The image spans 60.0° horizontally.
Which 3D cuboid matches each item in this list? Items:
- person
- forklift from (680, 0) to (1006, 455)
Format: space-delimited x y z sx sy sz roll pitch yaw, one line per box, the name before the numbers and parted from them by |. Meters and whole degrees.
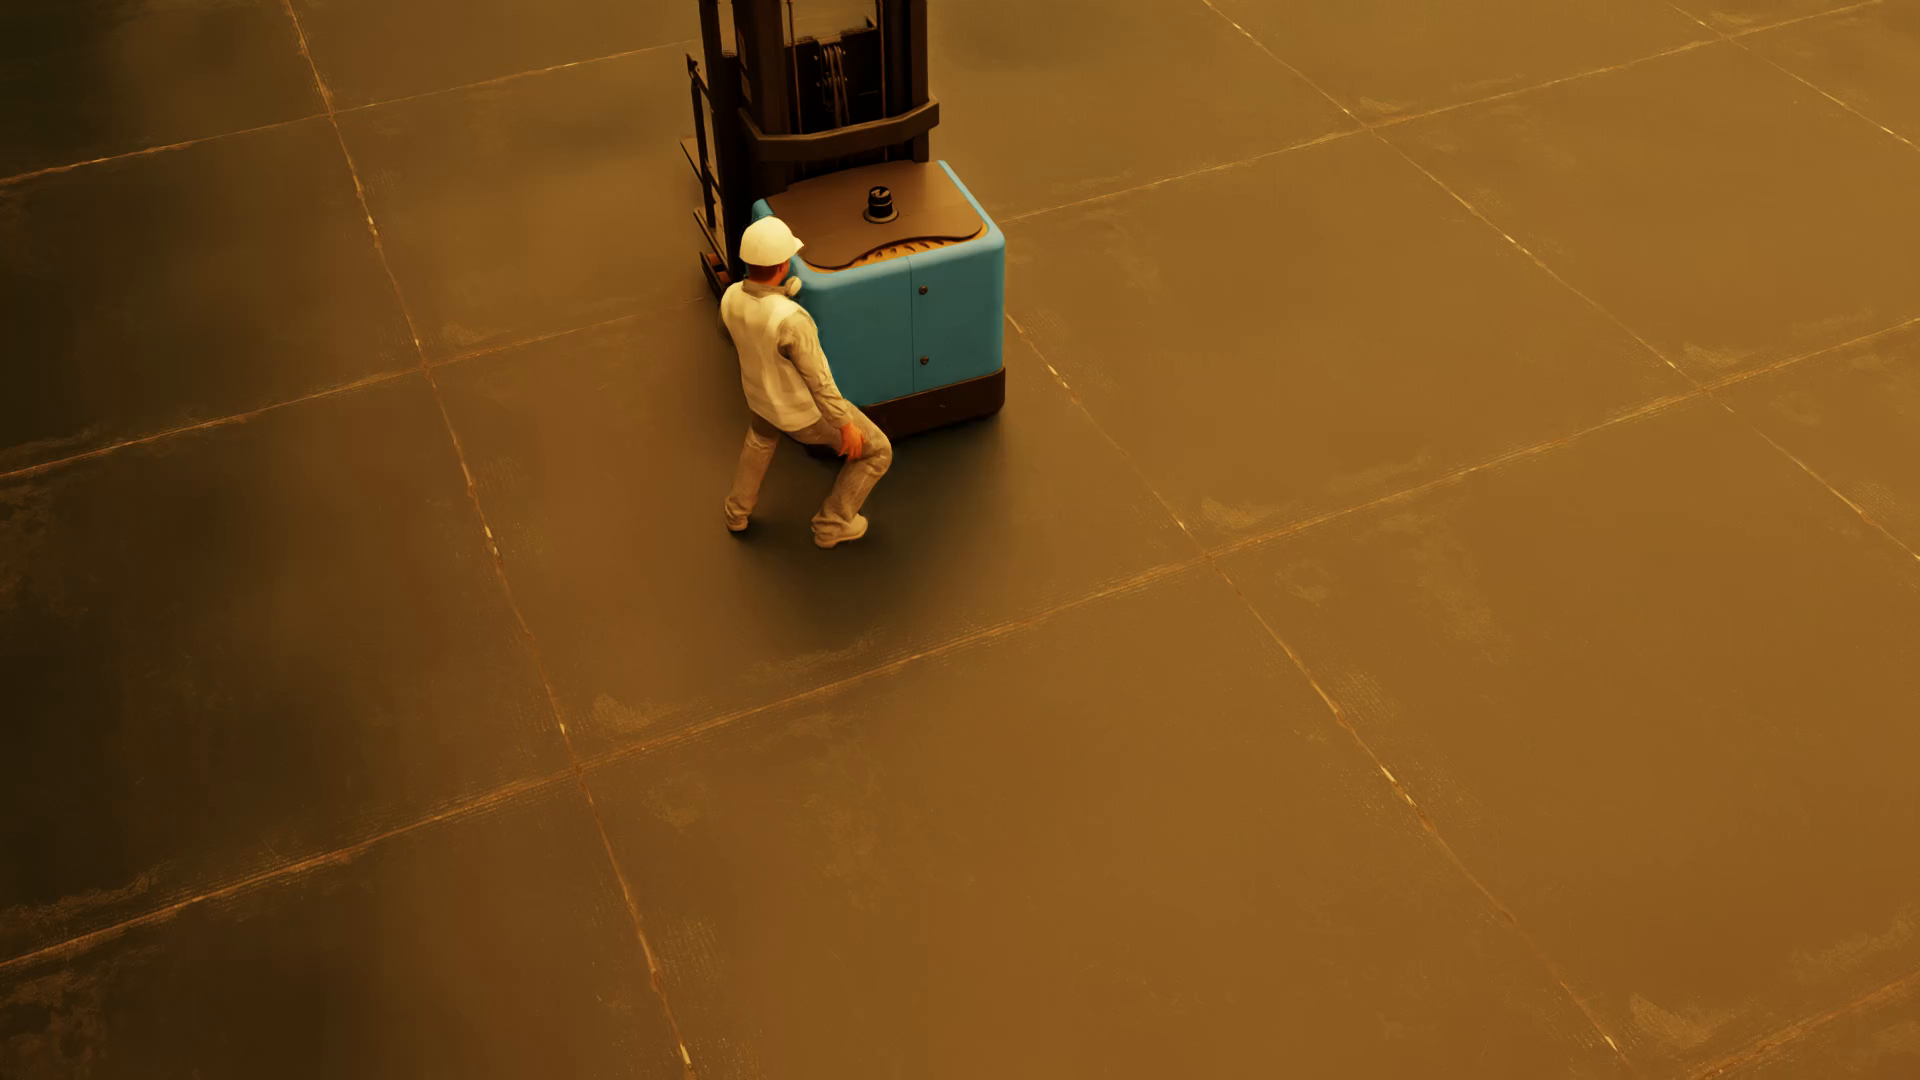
person | -0.733 -0.682 7.359 0.594 1.667 0.916 -33 52 -30
forklift | -0.808 -2.506 8.365 1.130 2.935 3.031 -16 45 -16
